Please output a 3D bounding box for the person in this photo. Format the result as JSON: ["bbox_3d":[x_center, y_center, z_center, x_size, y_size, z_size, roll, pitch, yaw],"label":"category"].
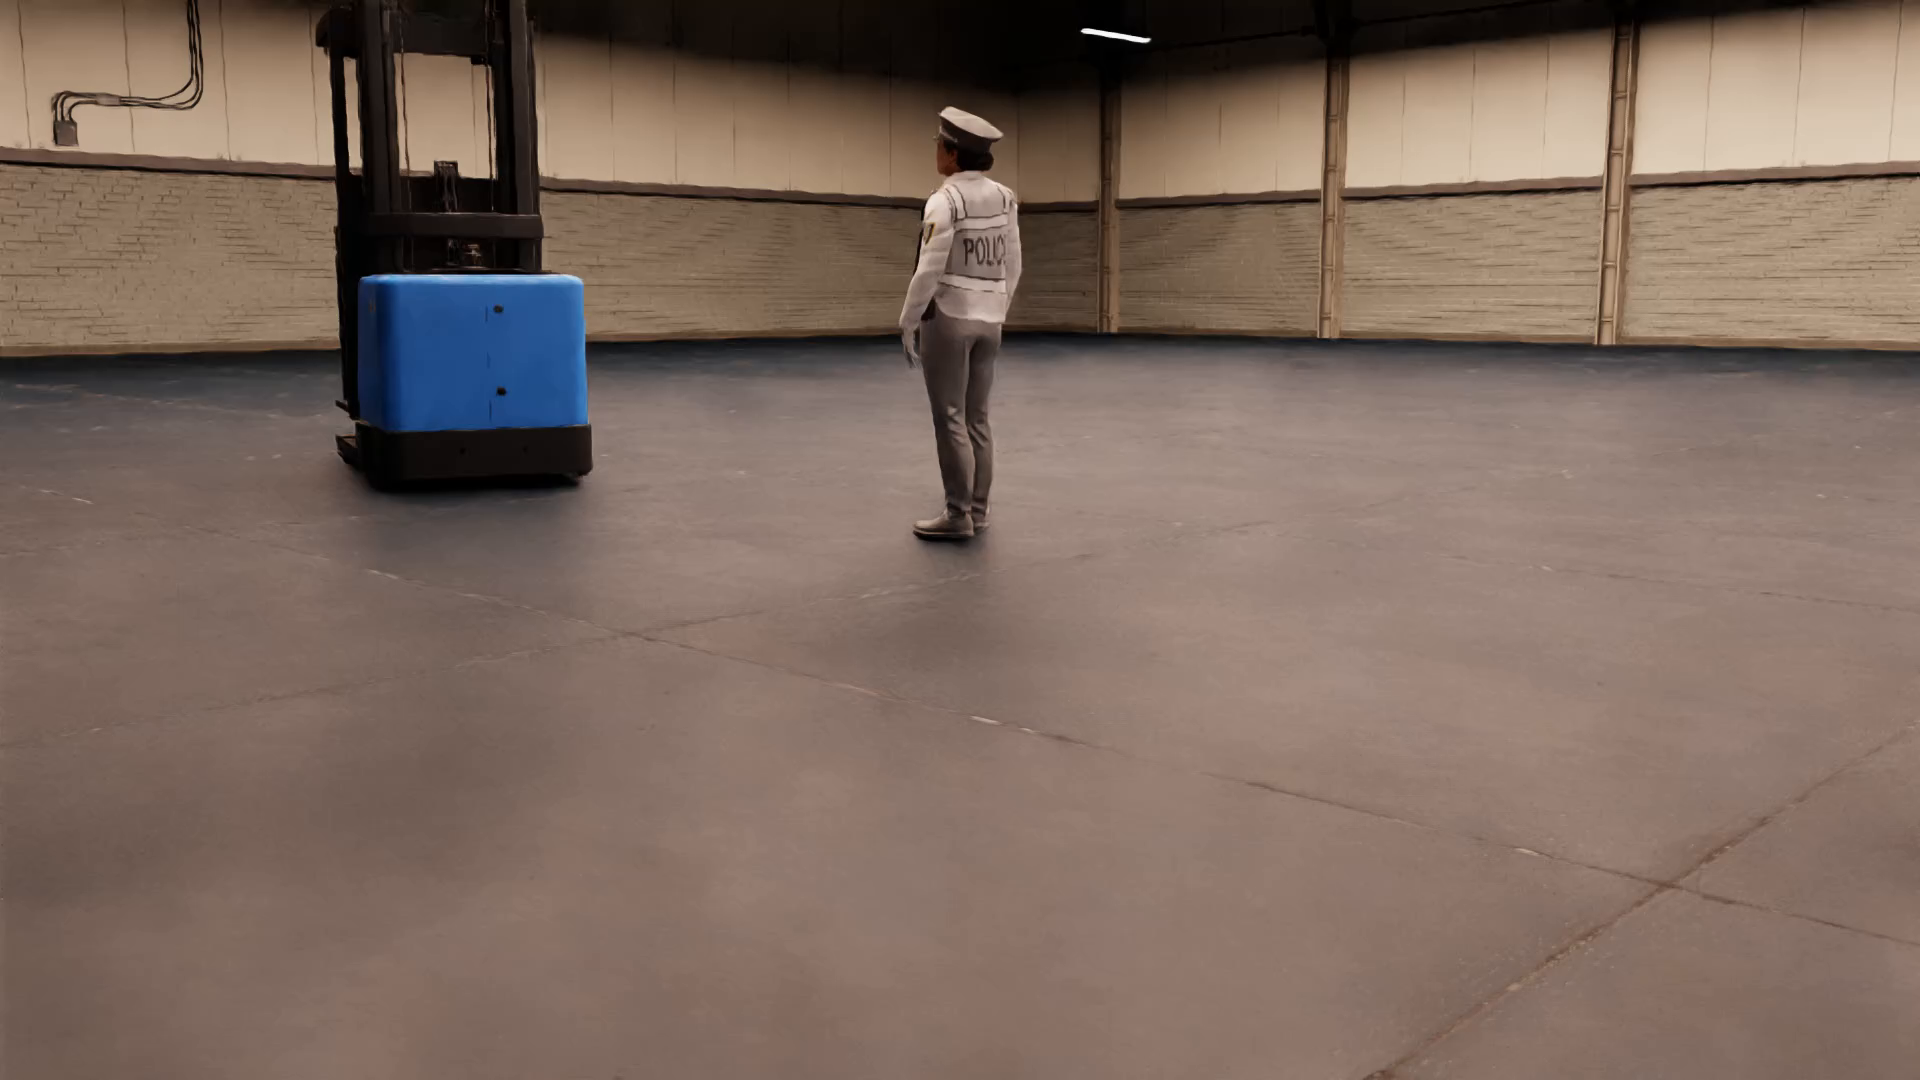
[{"bbox_3d":[-0.044,-0.853,6.642,0.533,1.695,0.586,8,12,43],"label":"person"}]

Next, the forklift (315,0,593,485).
[{"bbox_3d":[-3.017,-1.905,9.526,1.130,2.935,3.031,-4,10,-26],"label":"forklift"}]
